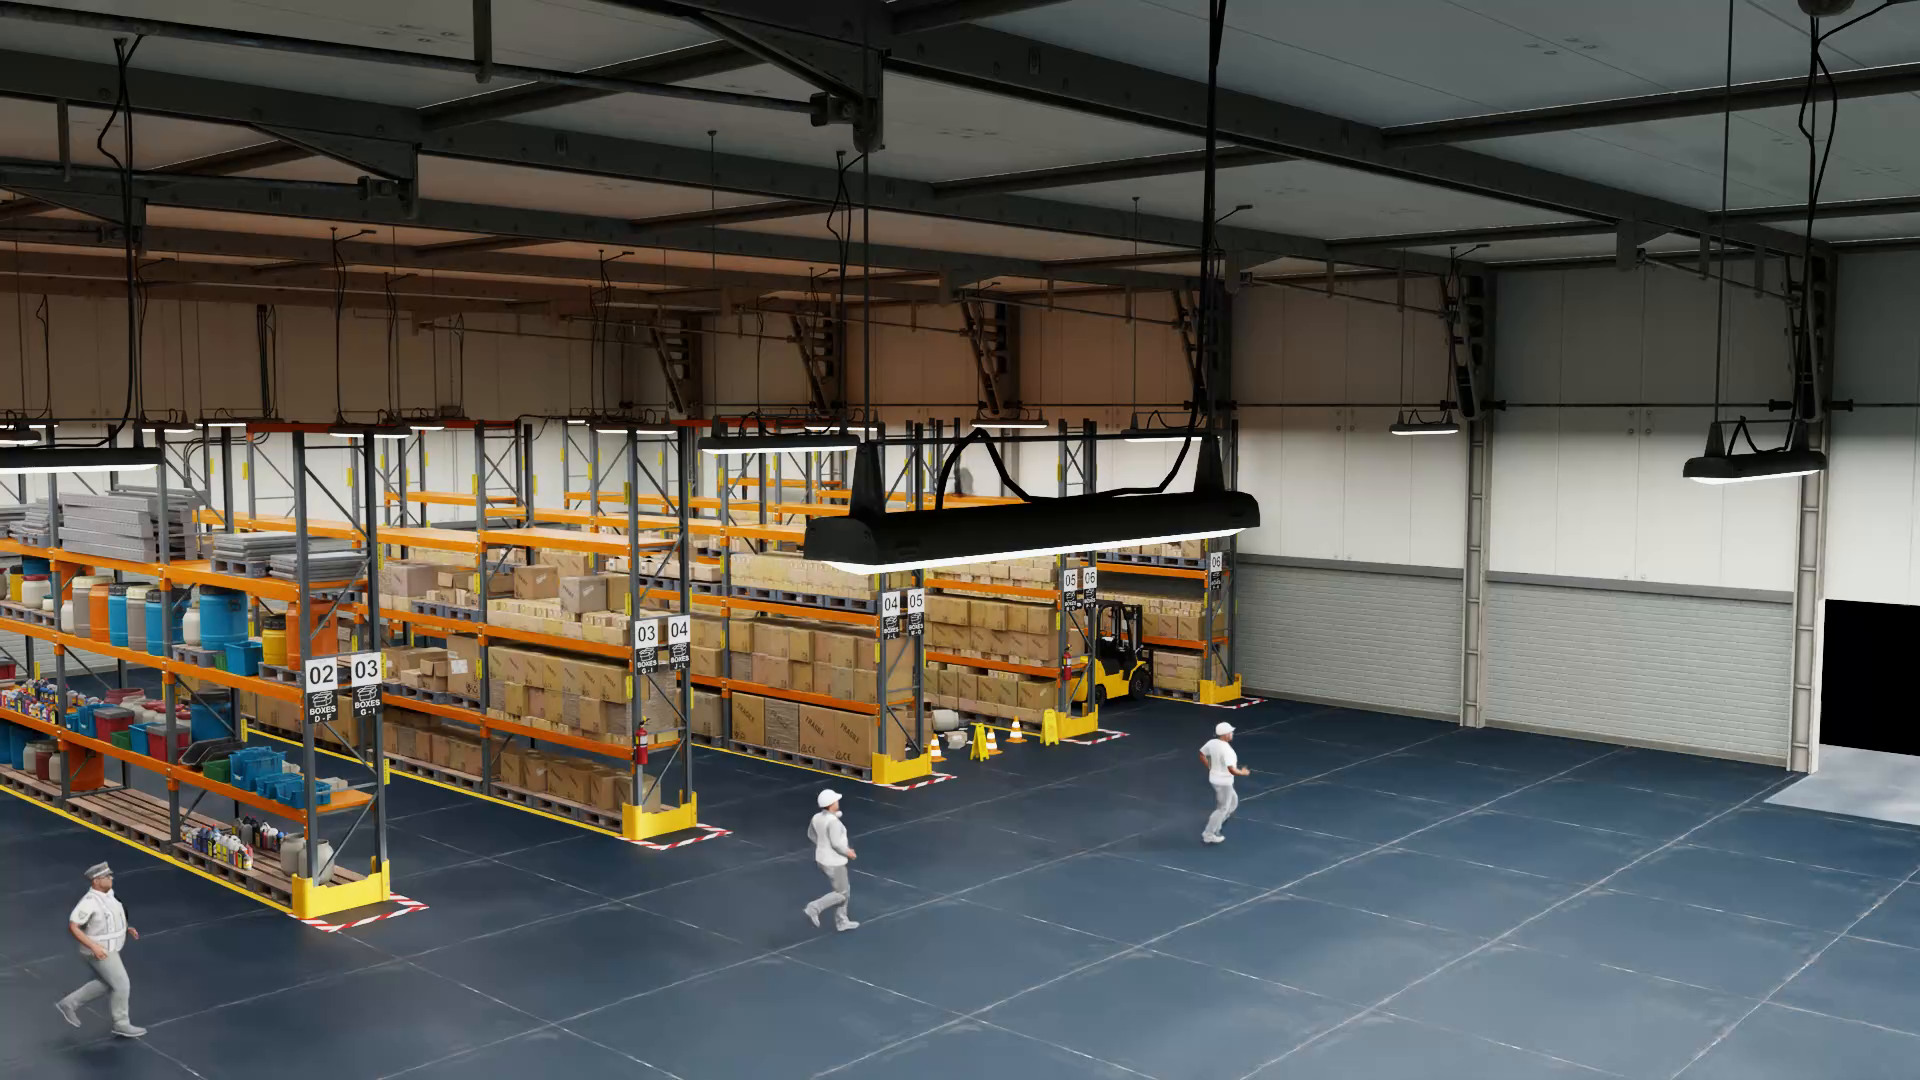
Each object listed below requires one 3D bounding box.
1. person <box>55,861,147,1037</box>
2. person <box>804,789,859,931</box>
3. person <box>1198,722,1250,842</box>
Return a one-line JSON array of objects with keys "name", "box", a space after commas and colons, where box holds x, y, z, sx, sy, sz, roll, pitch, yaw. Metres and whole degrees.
[{"name": "person", "box": [-8.619, 4.095, 16.641, 0.844, 1.781, 0.684, -1, 5, -12]}, {"name": "person", "box": [-1.554, 3.836, 19.857, 0.762, 1.738, 0.675, -3, 5, -31]}, {"name": "person", "box": [3.811, 3.506, 23.971, 0.684, 1.781, 0.734, -1, 5, -11]}]
